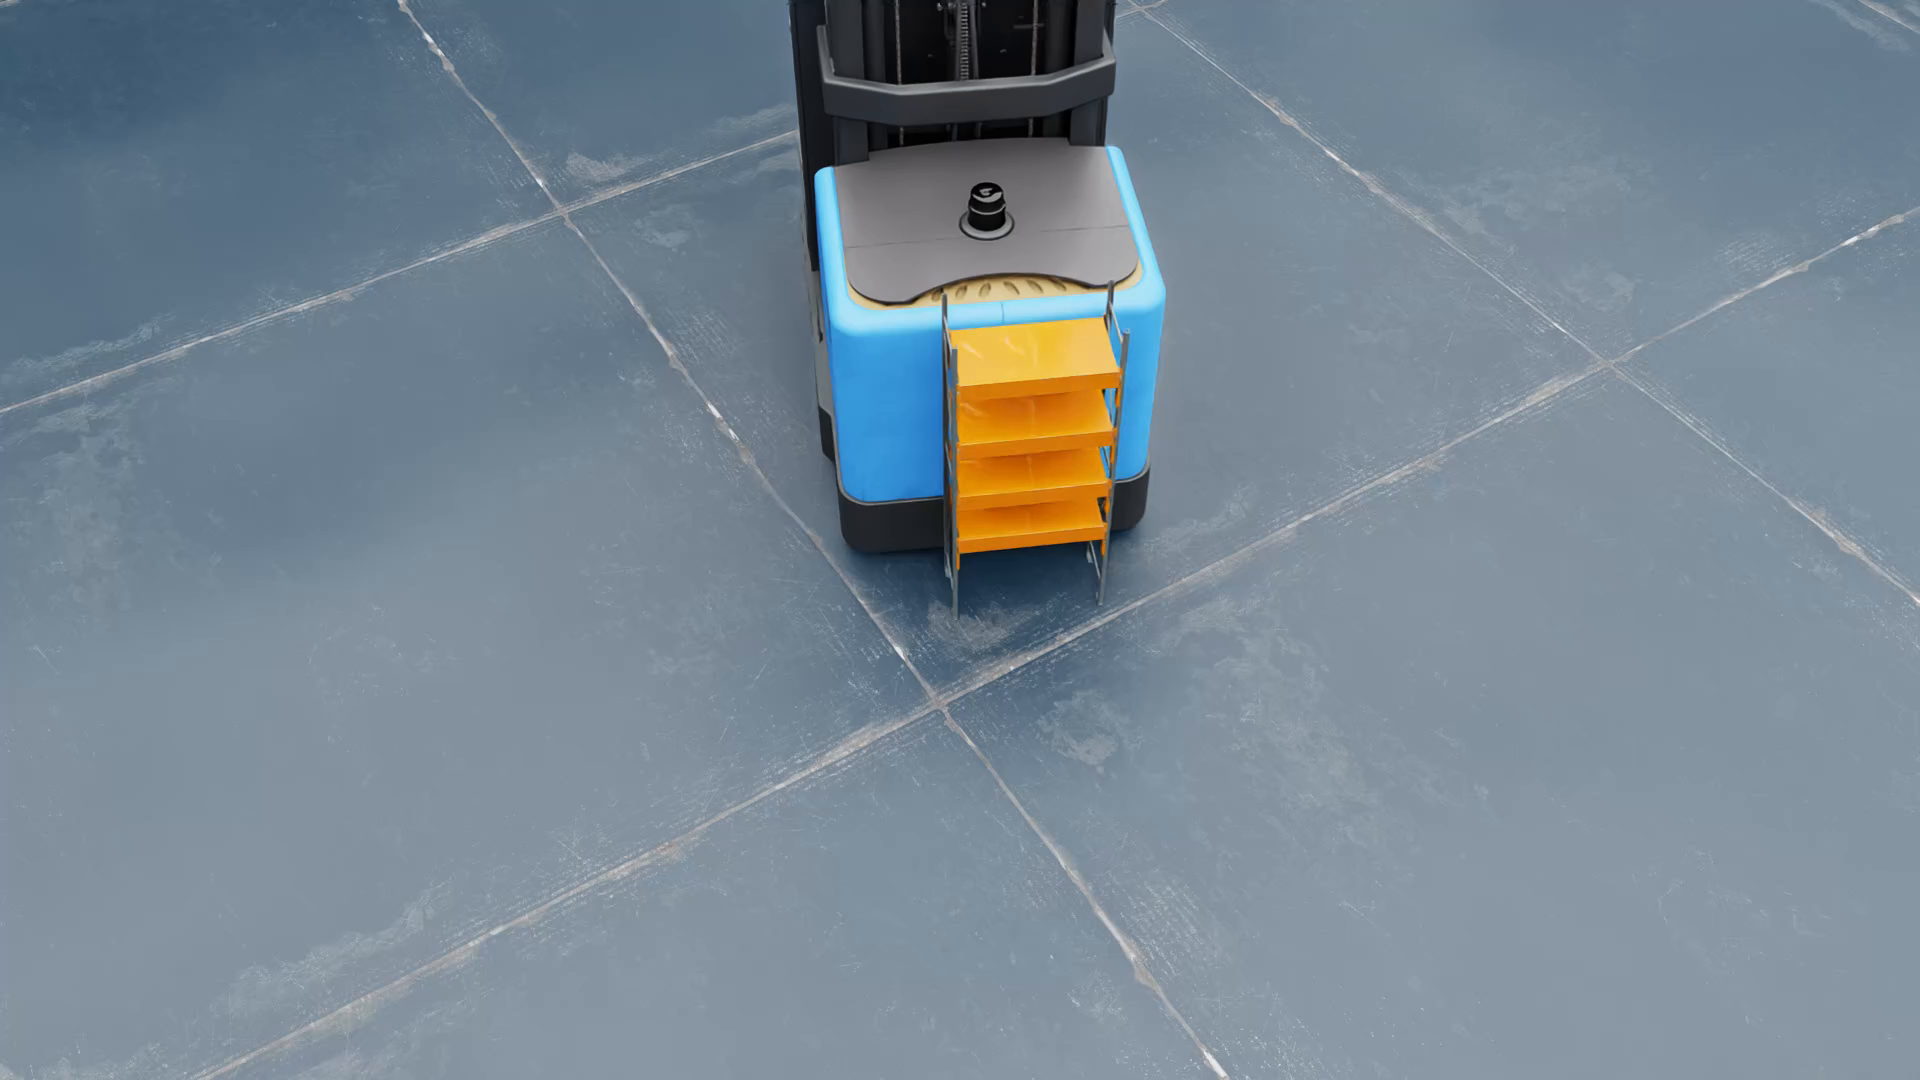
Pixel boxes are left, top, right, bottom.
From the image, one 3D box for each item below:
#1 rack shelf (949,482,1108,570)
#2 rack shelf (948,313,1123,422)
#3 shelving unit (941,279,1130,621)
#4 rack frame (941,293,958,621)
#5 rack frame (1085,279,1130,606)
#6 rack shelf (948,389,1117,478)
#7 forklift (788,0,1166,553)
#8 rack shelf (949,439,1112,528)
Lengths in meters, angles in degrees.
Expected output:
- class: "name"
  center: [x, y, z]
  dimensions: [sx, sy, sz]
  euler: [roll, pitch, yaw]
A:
- class: "rack shelf"
  center: [0.212, -0.068, 5.363]
  dimensions: [0.480, 0.148, 0.258]
  euler: [-6, 49, -5]
- class: "rack shelf"
  center: [0.212, -0.506, 4.871]
  dimensions: [0.480, 0.148, 0.258]
  euler: [-6, 49, -5]
- class: "shelving unit"
  center: [0.212, -0.245, 5.165]
  dimensions: [0.503, 1.200, 0.258]
  euler: [-6, 49, -5]
- class: "rack frame"
  center: [-0.030, -0.221, 5.143]
  dimensions: [0.015, 1.200, 0.240]
  euler: [-6, 49, -5]
- class: "rack frame"
  center: [0.454, -0.269, 5.186]
  dimensions: [0.015, 1.200, 0.240]
  euler: [-6, 49, -5]
- class: "rack shelf"
  center: [0.212, -0.349, 5.048]
  dimensions: [0.480, 0.148, 0.258]
  euler: [-6, 49, -5]
- class: "forklift"
  center: [-0.056, -2.044, 5.608]
  dimensions: [1.130, 2.935, 3.031]
  euler: [-5, 49, -5]
- class: "rack shelf"
  center: [0.212, -0.200, 5.215]
  dimensions: [0.480, 0.148, 0.258]
  euler: [-6, 49, -5]
